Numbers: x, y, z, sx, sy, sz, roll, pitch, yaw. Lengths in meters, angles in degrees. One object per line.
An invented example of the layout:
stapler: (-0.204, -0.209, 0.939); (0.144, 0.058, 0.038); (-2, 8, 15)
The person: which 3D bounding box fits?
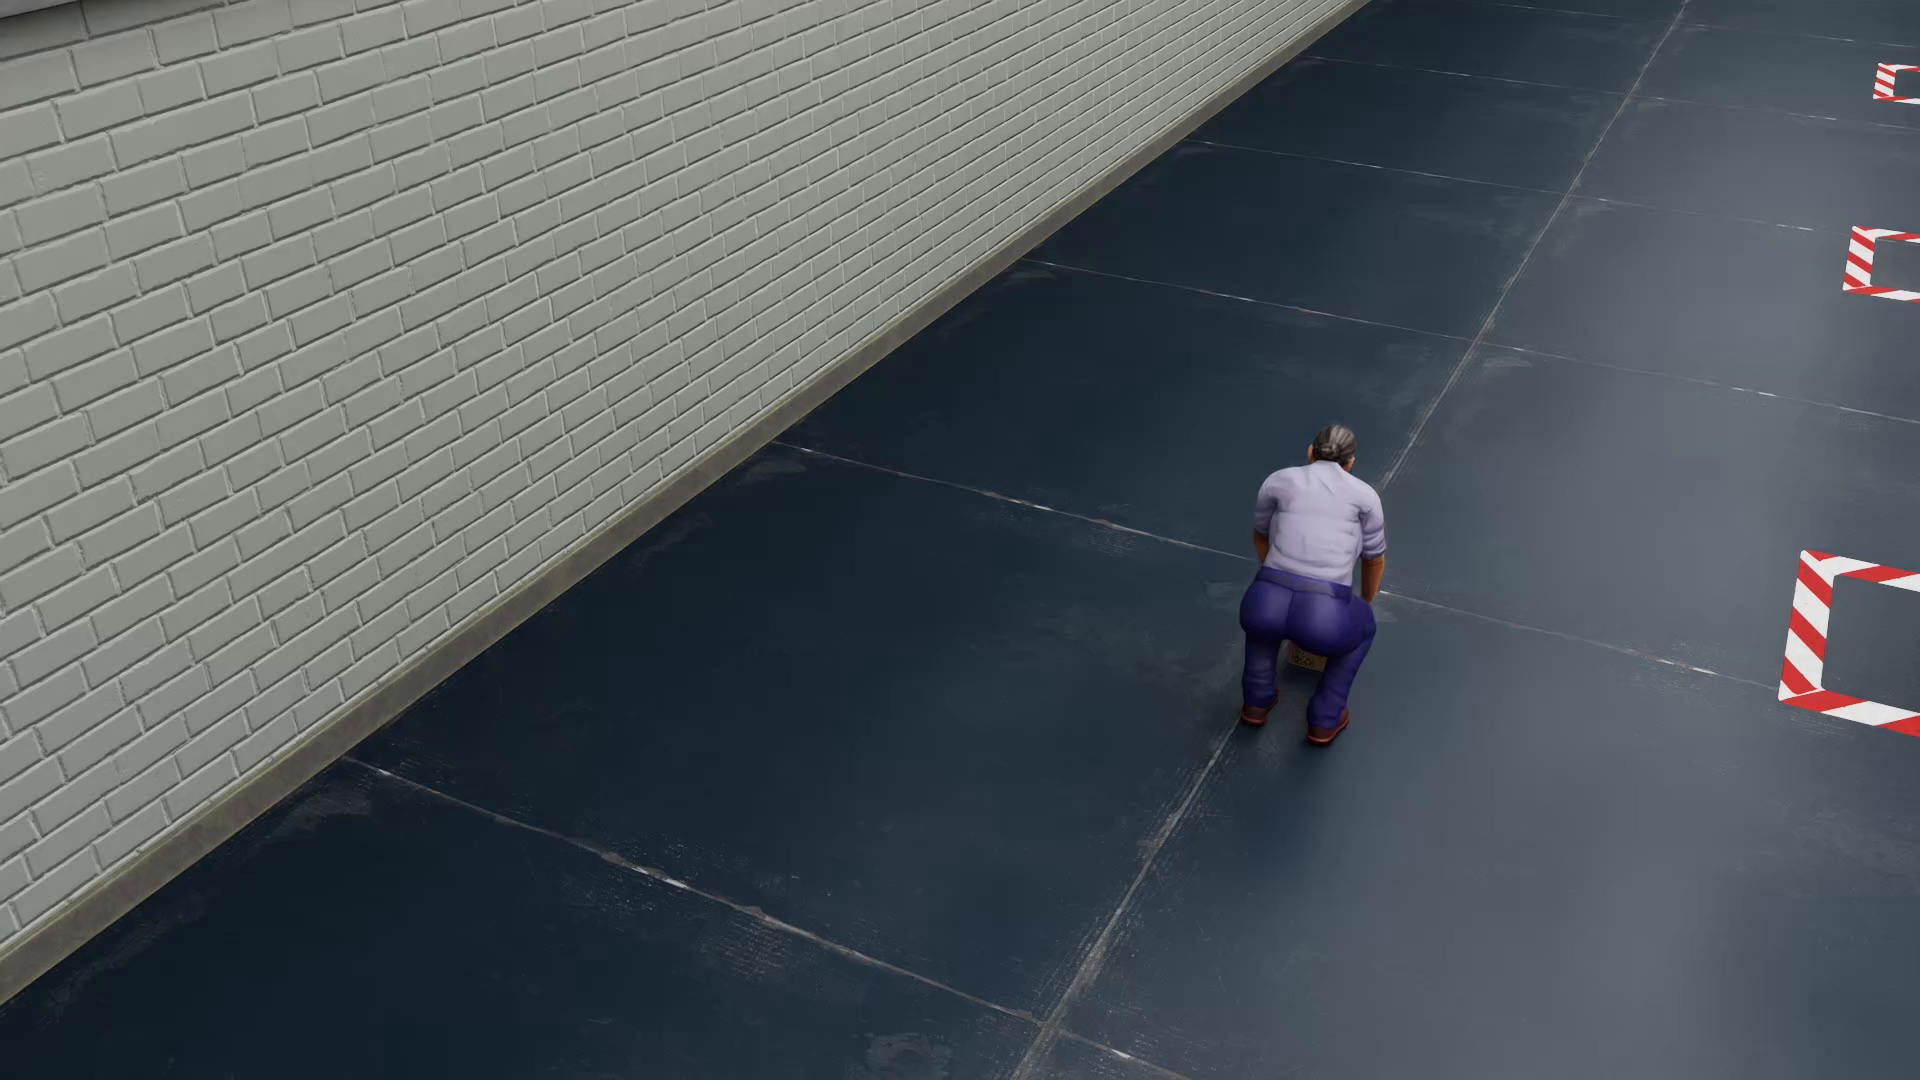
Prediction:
person: (1.336, 0.169, 6.391); (0.540, 1.114, 0.707); (14, 33, 23)
